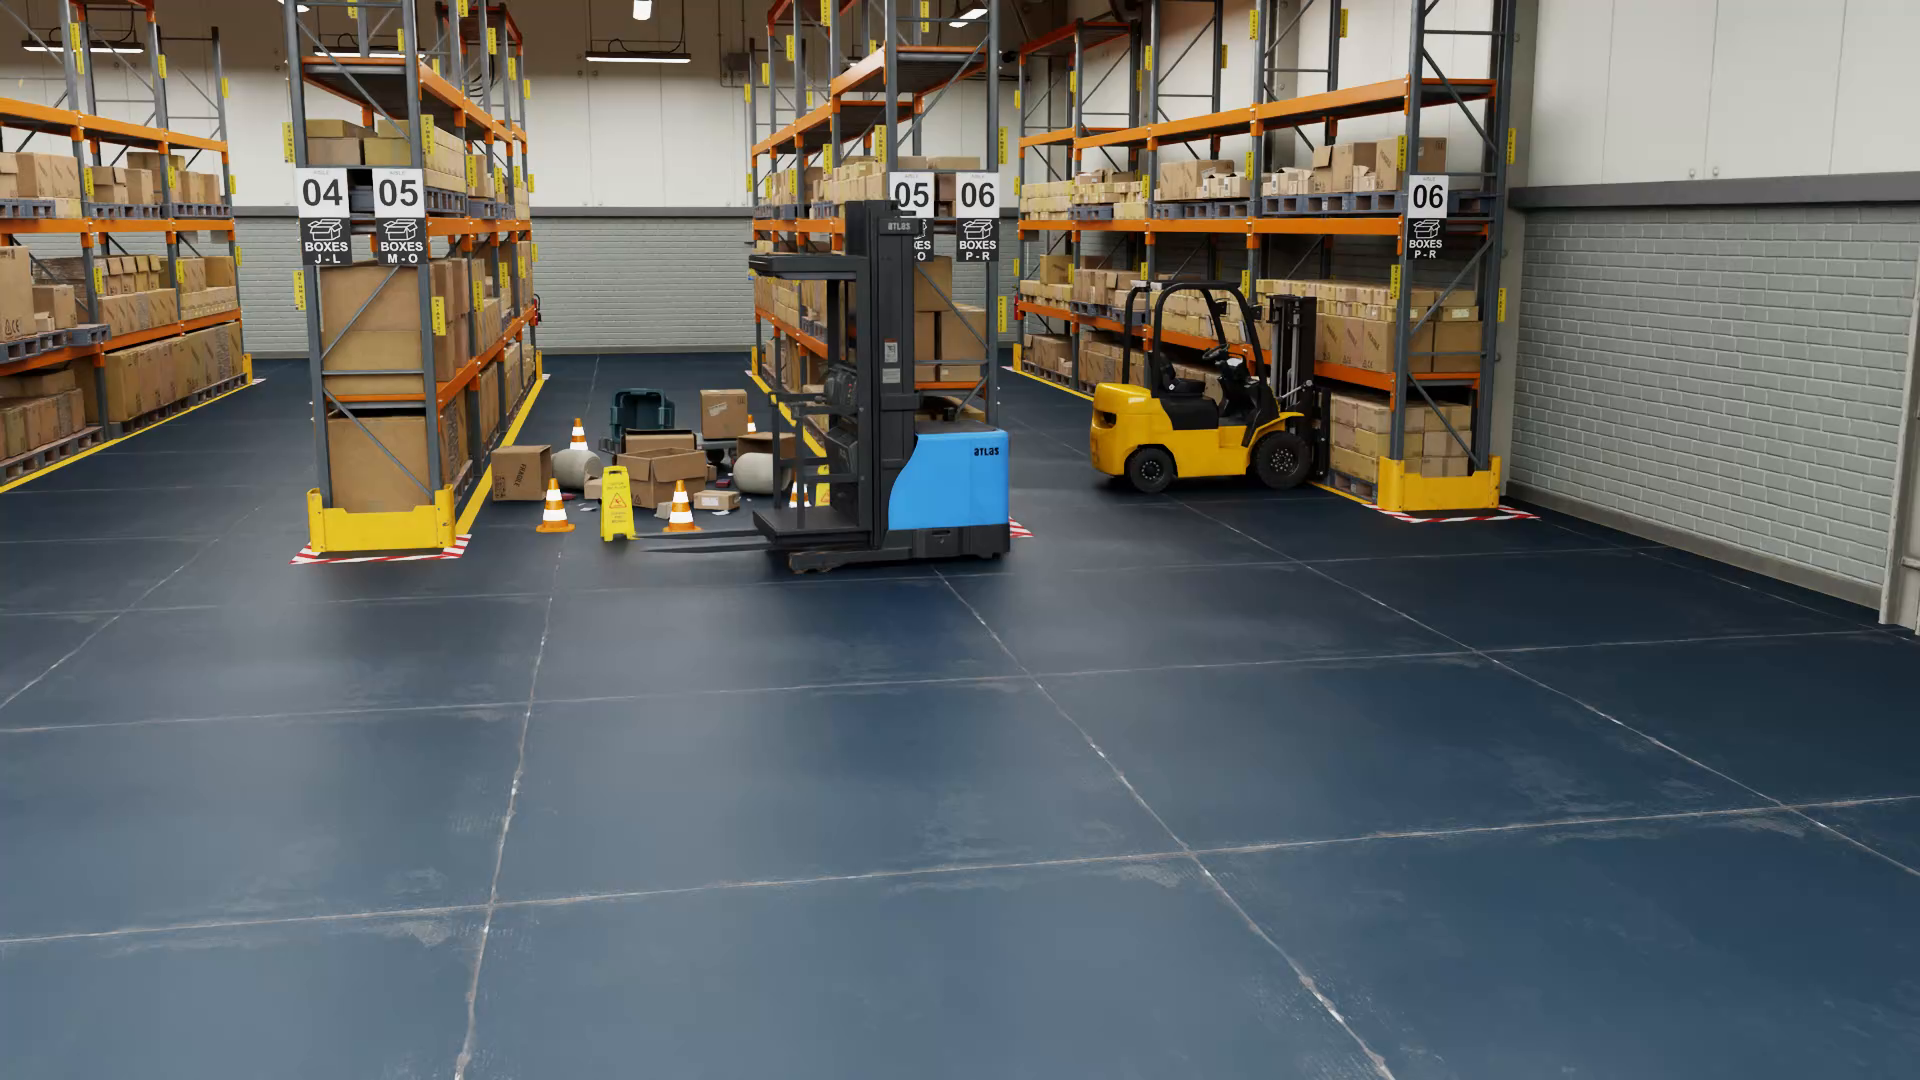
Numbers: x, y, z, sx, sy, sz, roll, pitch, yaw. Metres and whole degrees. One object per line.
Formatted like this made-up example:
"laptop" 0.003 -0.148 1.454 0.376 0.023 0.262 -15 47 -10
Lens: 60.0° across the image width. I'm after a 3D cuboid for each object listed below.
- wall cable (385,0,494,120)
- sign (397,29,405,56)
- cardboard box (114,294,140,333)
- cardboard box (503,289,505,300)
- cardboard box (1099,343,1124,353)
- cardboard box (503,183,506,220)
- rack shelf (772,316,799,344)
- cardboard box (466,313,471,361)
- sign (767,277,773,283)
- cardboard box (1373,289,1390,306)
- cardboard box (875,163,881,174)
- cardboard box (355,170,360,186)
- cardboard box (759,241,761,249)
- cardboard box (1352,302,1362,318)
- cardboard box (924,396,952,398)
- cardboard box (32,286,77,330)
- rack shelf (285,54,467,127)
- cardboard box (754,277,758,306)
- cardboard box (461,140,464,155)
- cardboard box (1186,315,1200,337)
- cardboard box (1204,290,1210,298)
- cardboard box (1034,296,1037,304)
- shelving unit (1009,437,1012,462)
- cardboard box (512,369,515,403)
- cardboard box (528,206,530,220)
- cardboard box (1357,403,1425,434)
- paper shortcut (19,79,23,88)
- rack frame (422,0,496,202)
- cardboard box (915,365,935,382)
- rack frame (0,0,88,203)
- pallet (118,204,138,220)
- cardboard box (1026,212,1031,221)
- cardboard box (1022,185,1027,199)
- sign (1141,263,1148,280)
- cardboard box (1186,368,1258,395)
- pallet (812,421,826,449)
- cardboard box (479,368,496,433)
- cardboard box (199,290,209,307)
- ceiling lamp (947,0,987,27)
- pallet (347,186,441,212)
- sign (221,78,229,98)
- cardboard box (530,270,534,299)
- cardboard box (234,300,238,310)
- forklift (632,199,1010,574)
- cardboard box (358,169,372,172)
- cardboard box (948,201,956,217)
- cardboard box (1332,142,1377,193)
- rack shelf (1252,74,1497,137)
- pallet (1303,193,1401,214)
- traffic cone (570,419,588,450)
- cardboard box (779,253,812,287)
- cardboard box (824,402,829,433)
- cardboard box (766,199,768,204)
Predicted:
"wall cable" -10.708 -9.888 33.977 2.277 5.999 0.120 -2 11 -11
"sign" -7.078 -6.316 21.104 0.100 0.325 0.005 -2 11 -11
"cardboard box" -11.466 -3.067 22.523 0.500 0.500 0.500 -2 11 -12
"cardboard box" -6.795 -3.548 24.068 0.380 0.149 0.250 -2 11 -11
"cardboard box" 2.444 -3.083 26.701 0.380 0.149 0.250 -2 11 -12
"cardboard box" -6.605 -4.713 23.145 0.500 0.500 0.500 -2 11 -11
"rack shelf" -2.101 -3.105 24.910 1.077 0.370 4.000 -2 11 -11
"cardboard box" -5.687 -2.166 17.651 0.875 0.550 0.550 -2 11 -11
"sign" -3.034 -4.269 26.574 0.100 0.325 0.005 -2 11 -11
"cardboard box" 4.357 -2.421 16.598 0.380 0.149 0.250 -2 11 -11
"cardboard box" -0.592 -3.512 15.643 0.380 0.149 0.250 -2 11 -12
"cardboard box" -5.488 -3.173 14.604 0.380 0.149 0.250 -2 11 -10
"cardboard box" -3.343 -5.197 29.305 0.380 0.149 0.250 -2 11 -13
"cardboard box" 4.263 -2.368 17.113 0.380 0.149 0.250 -2 11 -11
"cardboard box" -0.355 -1.296 17.709 0.500 0.500 0.500 -2 11 -8
"cardboard box" -11.082 -2.790 19.942 0.700 0.500 0.500 0 11 -3
"rack shelf" -5.381 -4.190 15.635 1.077 0.370 4.000 -2 11 -11
"cardboard box" -3.456 -4.509 30.098 0.500 0.500 0.500 -2 11 -11
"cardboard box" -5.386 -4.101 17.346 0.380 0.149 0.250 -2 11 -11
"cardboard box" 3.302 -2.827 21.927 0.500 0.250 0.500 -2 11 -9
"cardboard box" 3.372 -3.195 21.456 0.380 0.149 0.250 -2 11 -11
"cardboard box" 1.564 -4.406 30.493 0.380 0.149 0.250 -2 11 -9
"shelving unit" 0.260 -0.477 14.725 0.258 0.900 0.210 -1 9 -43
"cardboard box" -6.641 -2.196 23.775 0.500 0.500 0.500 -2 11 -12
"cardboard box" -7.756 -5.686 28.927 0.500 0.250 0.500 -2 11 -12
"cardboard box" 4.316 -1.225 16.667 0.500 0.250 0.500 -2 11 -9
"paper shortcut" -12.205 -5.970 21.620 0.009 0.170 0.078 9 -22 -13
"rack frame" -6.548 -5.840 21.312 1.000 3.000 0.127 -2 11 -11
"cardboard box" -0.439 -1.561 15.550 0.380 0.149 0.250 -2 11 -9
"rack frame" -11.433 -5.678 20.461 1.000 3.000 0.127 -2 11 -11
"pallet" -11.831 -4.433 22.447 1.003 0.211 1.213 -2 11 -8
"cardboard box" 1.434 -6.023 30.968 0.380 0.149 0.250 -2 11 -10
"cardboard box" 1.440 -6.441 30.760 0.500 0.250 0.500 -2 11 -12
"sign" 2.625 -3.781 23.654 0.100 0.325 0.005 -2 11 -11
"cardboard box" 3.530 -1.954 22.170 0.875 0.625 0.625 -3 11 -13
"pallet" -1.328 -1.355 21.250 1.003 0.211 1.213 -2 11 -11
"cardboard box" -6.345 -1.719 20.598 1.050 0.750 0.750 -2 11 -10
"cardboard box" -12.244 -3.819 26.344 0.500 0.250 0.500 -2 11 -10
"ceiling lamp" 0.385 -9.587 25.388 0.800 3.185 2.000 -2 11 -11
"pallet" -5.147 -2.991 14.604 1.003 0.211 1.213 -2 11 -11
"sign" -12.454 -7.660 28.165 0.100 0.325 0.005 -2 11 -11
"cardboard box" -7.764 -4.482 29.160 0.500 0.500 0.500 -2 11 -10
"cardboard box" -12.597 -4.021 28.474 0.380 0.149 0.250 -2 11 -10
"forklift" -1.159 -1.281 13.587 3.031 2.935 1.130 -3 11 -17
"cardboard box" -5.458 -3.398 14.721 0.500 0.250 0.500 -2 11 -11
"cardboard box" 0.098 -3.047 15.331 0.380 0.149 0.250 -2 11 -11
"cardboard box" 4.286 -3.847 17.206 0.700 0.500 0.500 -2 11 -11
"rack shelf" 4.323 -4.569 17.630 1.077 0.370 4.000 -2 11 -11
"pallet" 4.359 -3.590 17.751 1.003 0.211 1.213 -2 11 -11
"traffic cone" -4.550 -1.214 19.836 0.336 0.463 0.334 -2 11 -11
"cardboard box" -2.465 -4.090 25.220 0.500 0.500 0.500 -2 11 -12
"cardboard box" -1.182 -1.501 20.465 0.950 0.372 0.625 -1 11 -7
"cardboard box" -2.980 -5.584 27.273 0.380 0.149 0.250 -2 11 -10
